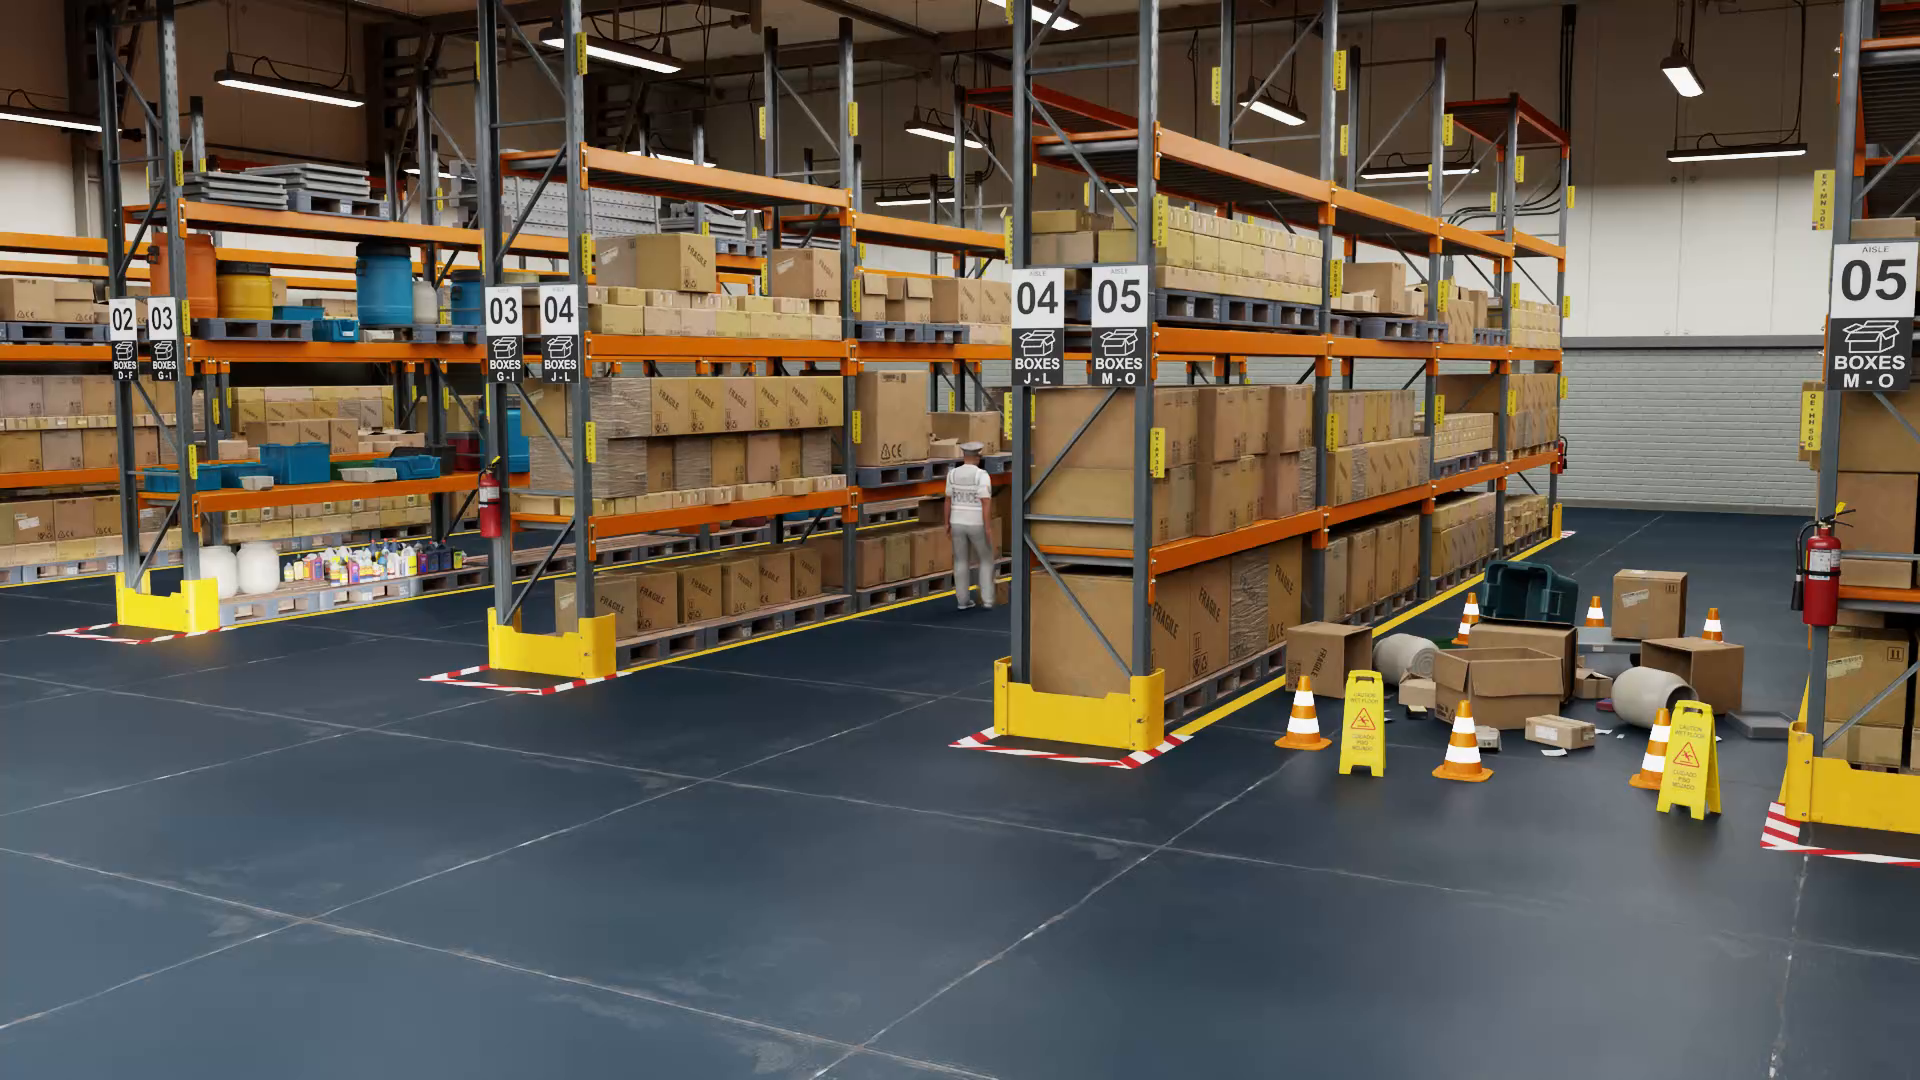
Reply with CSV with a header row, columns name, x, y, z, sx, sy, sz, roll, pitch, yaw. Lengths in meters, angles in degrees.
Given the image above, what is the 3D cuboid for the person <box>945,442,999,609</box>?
name,x,y,z,sx,sy,sz,roll,pitch,yaw
person,0.116,-0.121,17.480,0.575,1.823,0.511,3,6,24
